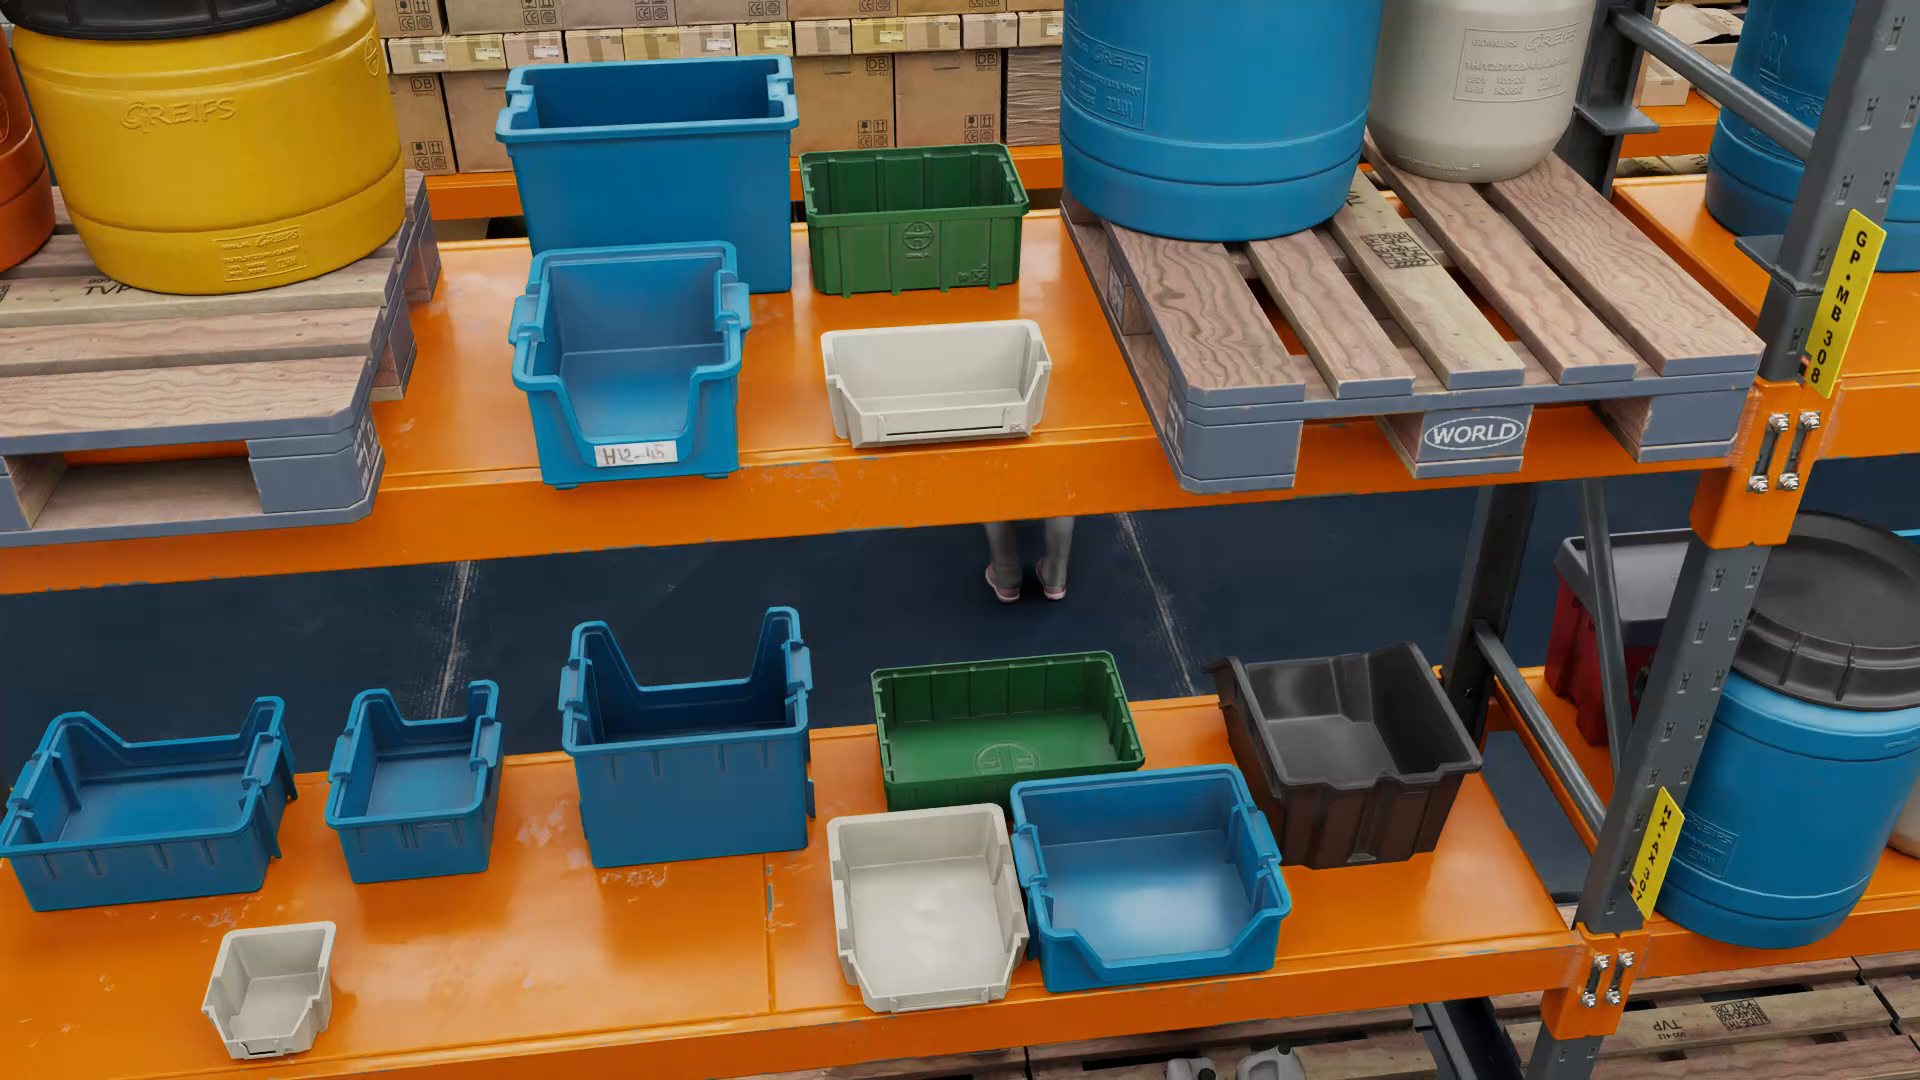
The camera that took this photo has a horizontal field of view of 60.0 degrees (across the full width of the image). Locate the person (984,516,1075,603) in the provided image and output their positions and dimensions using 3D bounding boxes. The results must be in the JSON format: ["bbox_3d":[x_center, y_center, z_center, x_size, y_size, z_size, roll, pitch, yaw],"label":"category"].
[{"bbox_3d":[0.268,-0.327,7.131,0.409,1.072,0.872,-6,35,-8],"label":"person"}]
